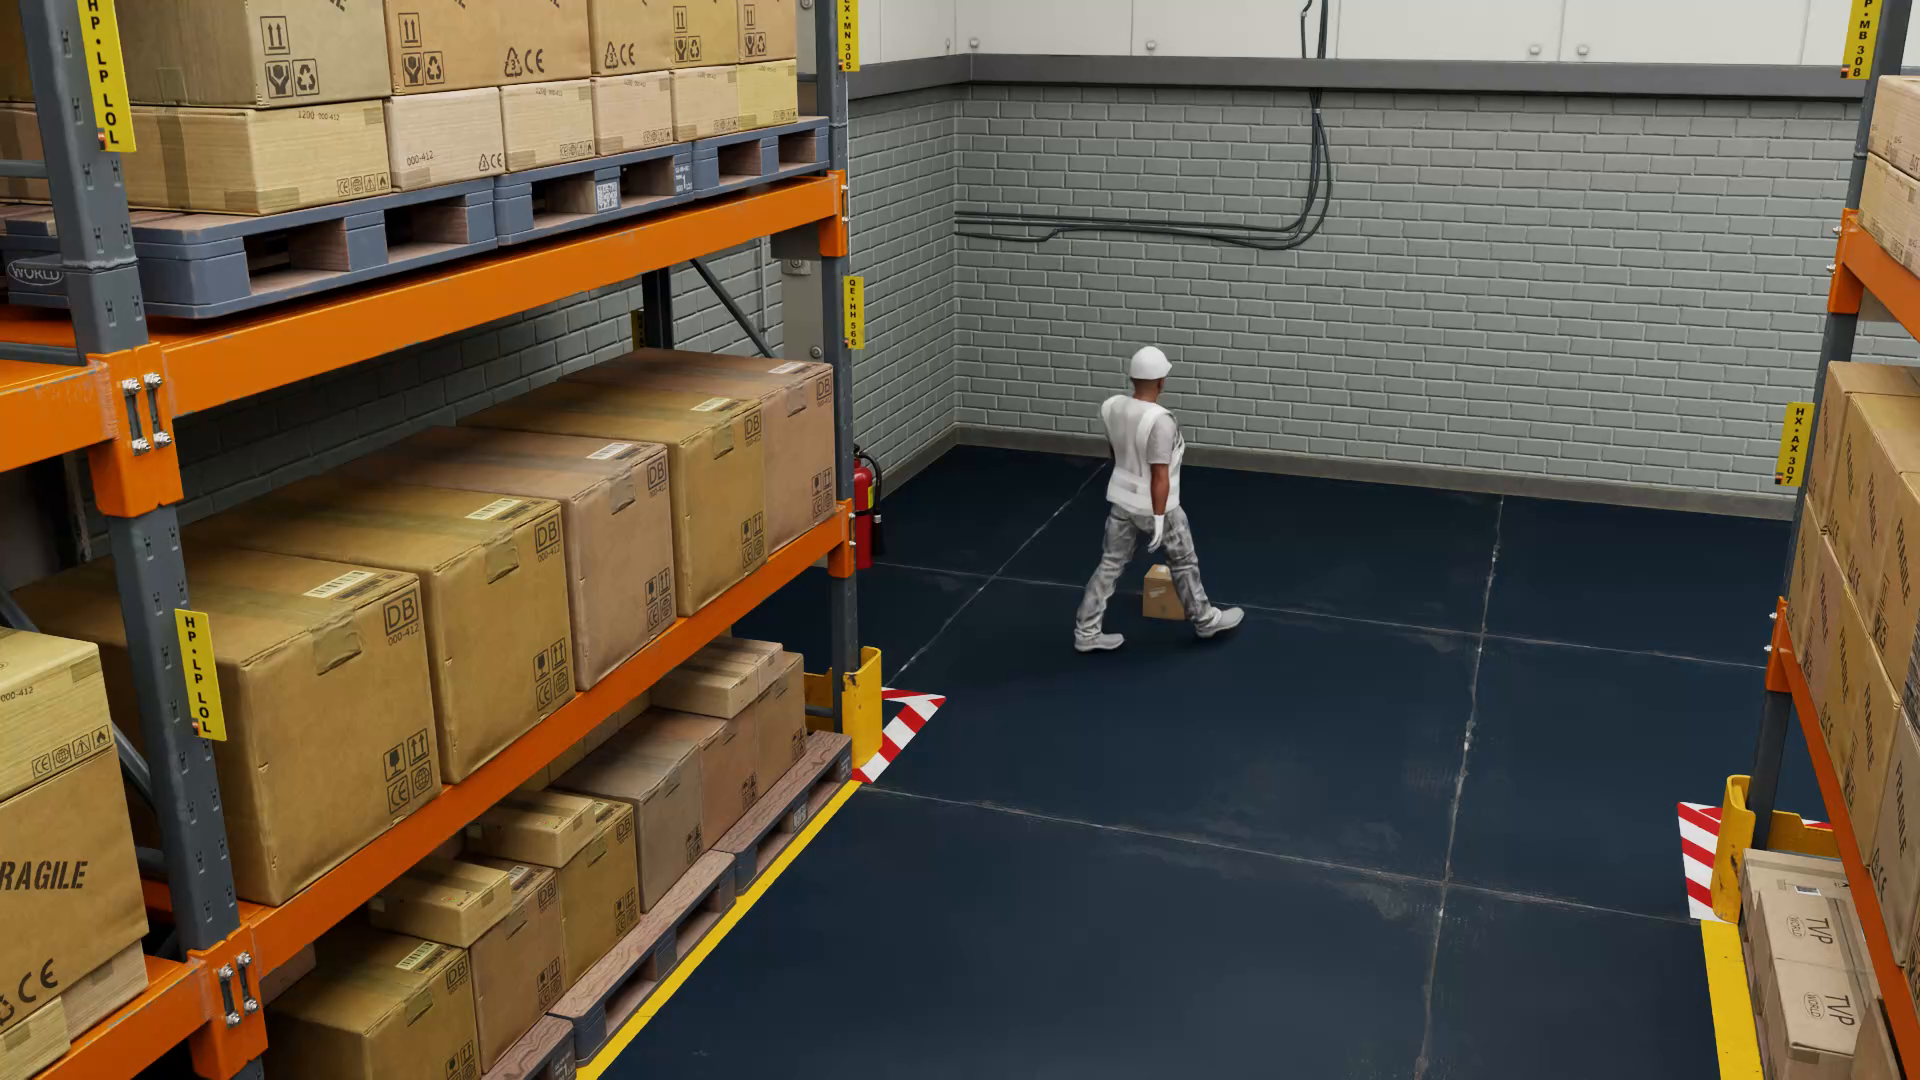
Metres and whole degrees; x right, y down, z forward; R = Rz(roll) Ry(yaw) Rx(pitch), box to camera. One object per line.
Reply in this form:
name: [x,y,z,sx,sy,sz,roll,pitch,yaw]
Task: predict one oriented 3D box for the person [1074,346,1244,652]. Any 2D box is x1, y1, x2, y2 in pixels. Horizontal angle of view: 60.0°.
person: [1.125,-0.248,9.283,0.995,1.727,0.593,-13,23,-34]
